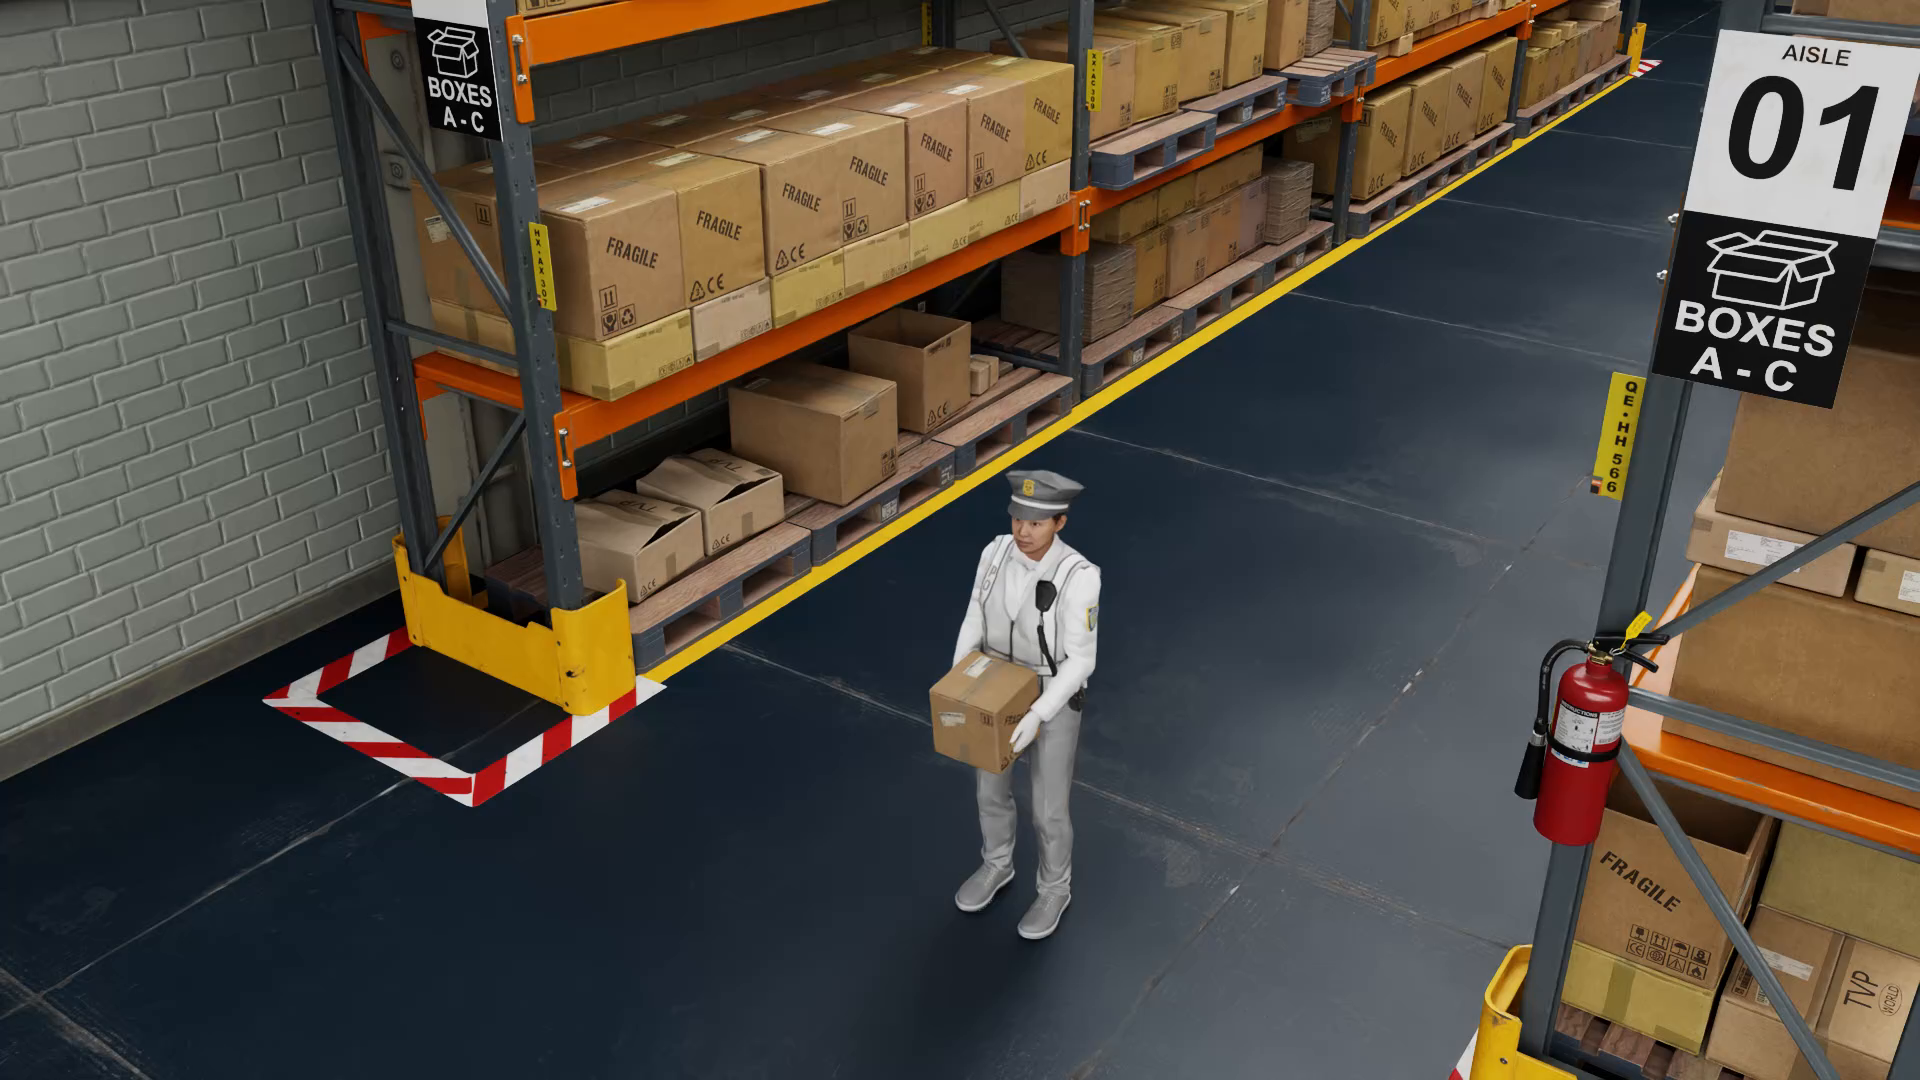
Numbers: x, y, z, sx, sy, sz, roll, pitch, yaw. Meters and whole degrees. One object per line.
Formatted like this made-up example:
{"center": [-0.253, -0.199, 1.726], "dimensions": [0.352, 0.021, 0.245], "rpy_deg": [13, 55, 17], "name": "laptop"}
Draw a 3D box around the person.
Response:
{"center": [0.191, 0.560, 5.488], "dimensions": [0.489, 1.691, 0.489], "rpy_deg": [17, 32, 30], "name": "person"}
